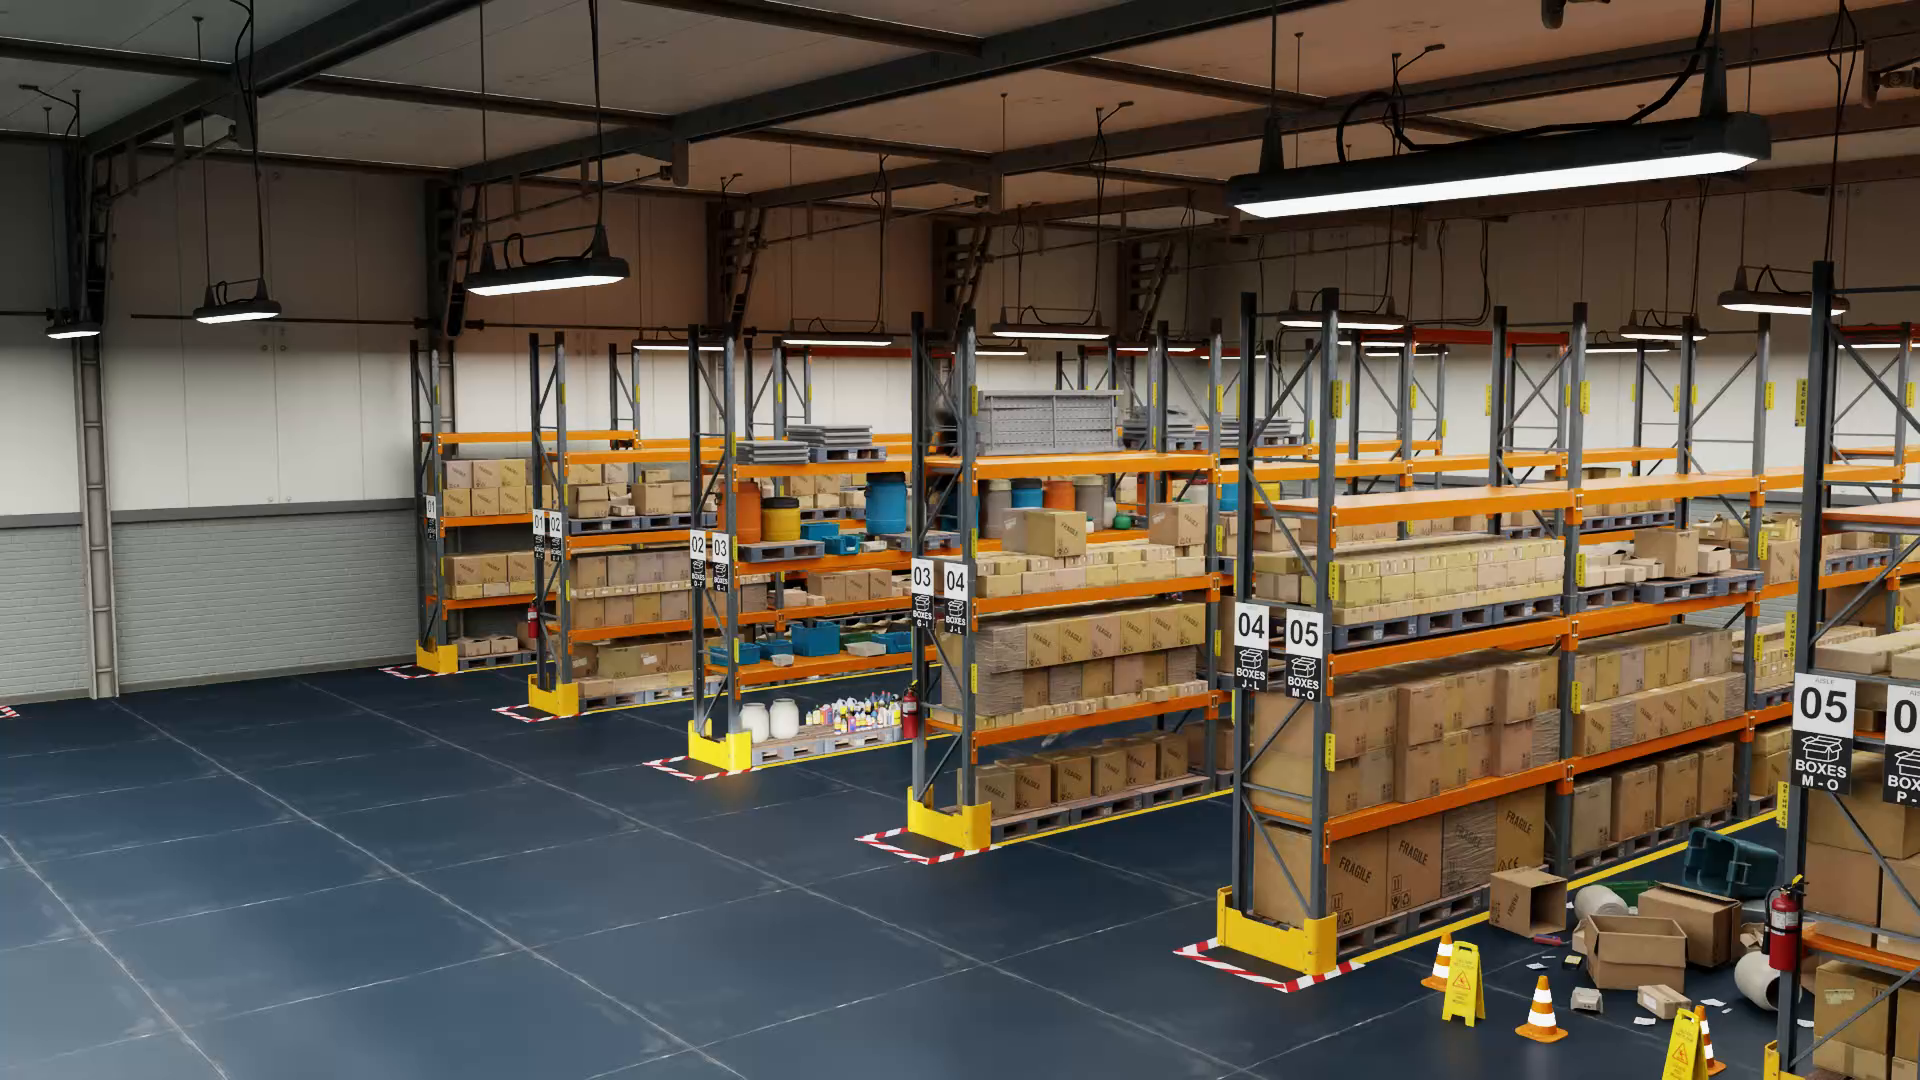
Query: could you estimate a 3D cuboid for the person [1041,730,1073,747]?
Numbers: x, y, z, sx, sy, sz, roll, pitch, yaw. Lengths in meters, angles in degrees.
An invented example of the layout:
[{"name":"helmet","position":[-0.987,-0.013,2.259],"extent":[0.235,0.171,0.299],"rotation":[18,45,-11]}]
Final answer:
[{"name":"person","position":[1.365,1.926,22.870],"extent":[0.799,1.755,0.603],"rotation":[-5,7,-41]}]
